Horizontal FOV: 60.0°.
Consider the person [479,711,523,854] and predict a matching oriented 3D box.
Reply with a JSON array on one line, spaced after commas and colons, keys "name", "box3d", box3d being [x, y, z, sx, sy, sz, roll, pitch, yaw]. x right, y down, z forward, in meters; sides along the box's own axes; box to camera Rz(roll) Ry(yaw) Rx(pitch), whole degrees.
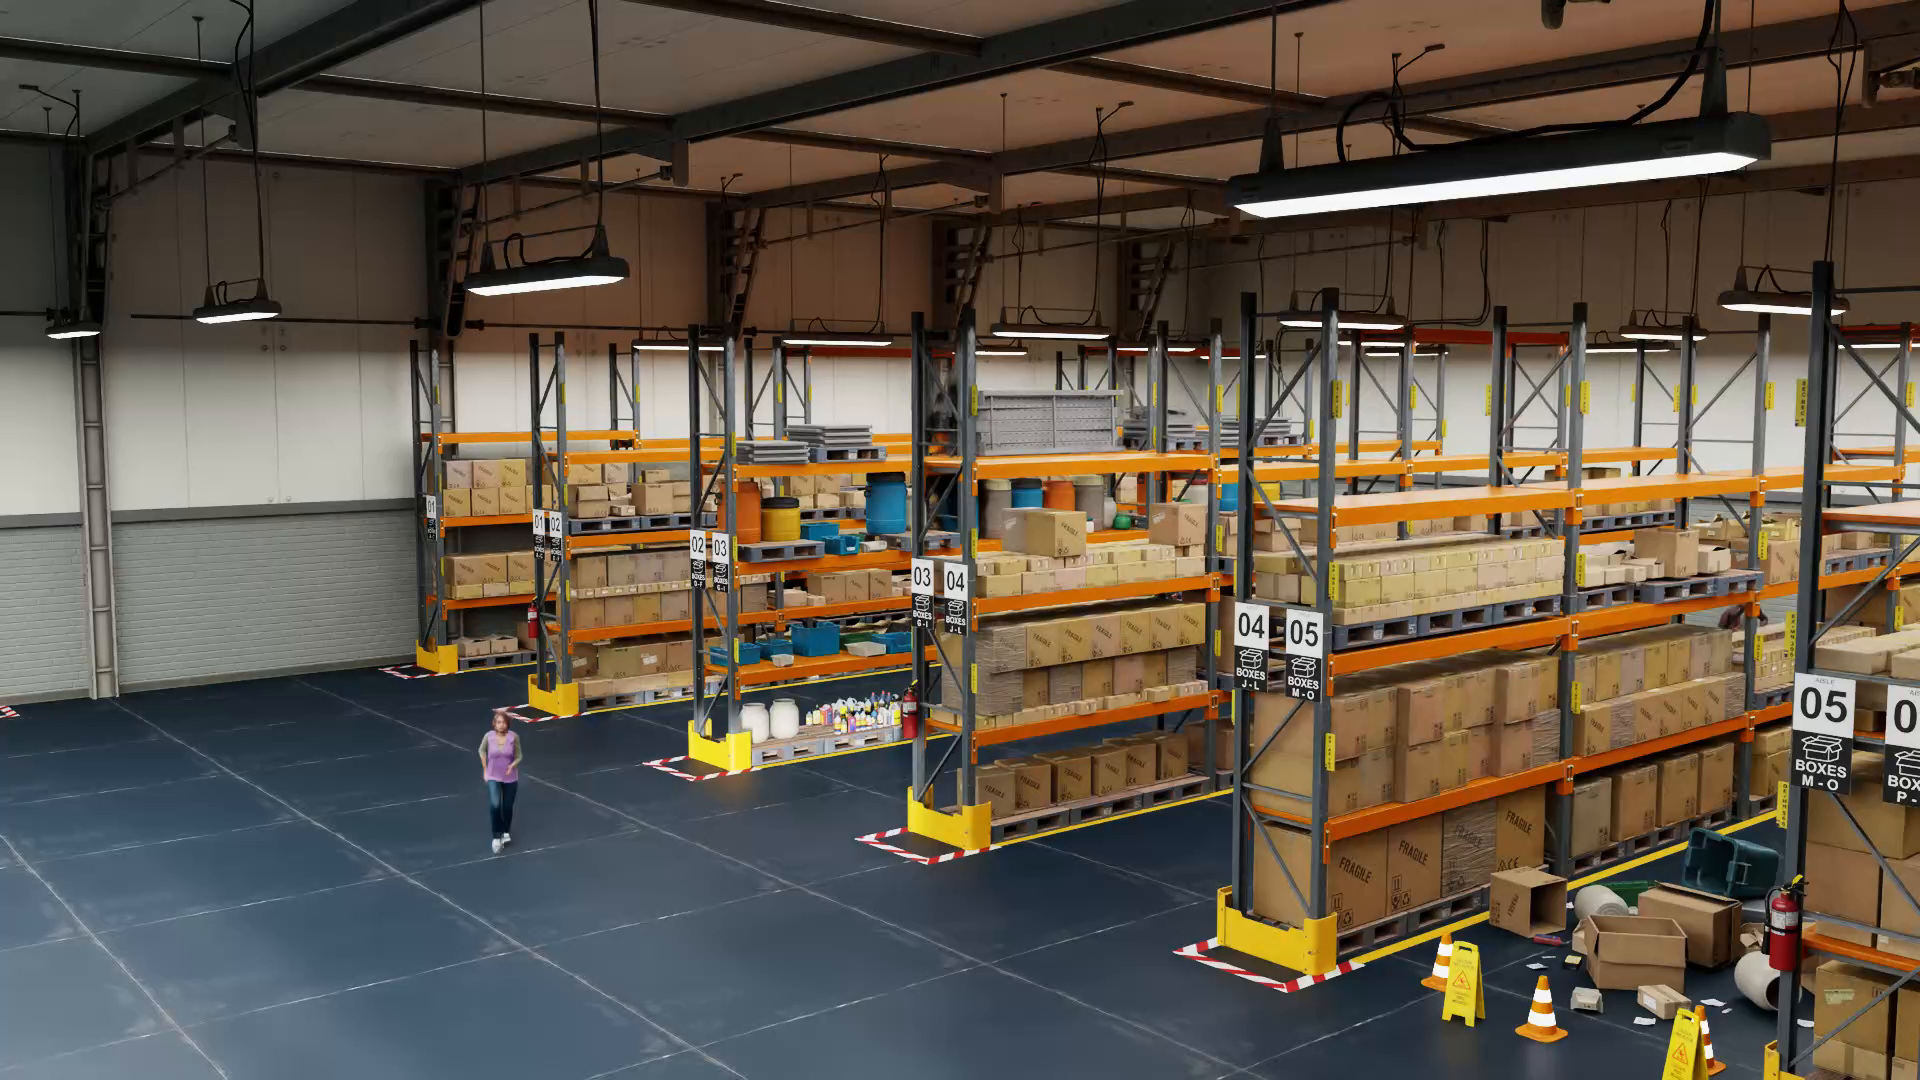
[{"name": "person", "box3d": [-5.092, 2.674, 18.476, 0.455, 1.579, 0.756, -2, 6, -20]}]

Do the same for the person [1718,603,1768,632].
[{"name": "person", "box3d": [12.970, 1.725, 27.583, 0.734, 1.736, 1.044, 3, 6, 30]}]
